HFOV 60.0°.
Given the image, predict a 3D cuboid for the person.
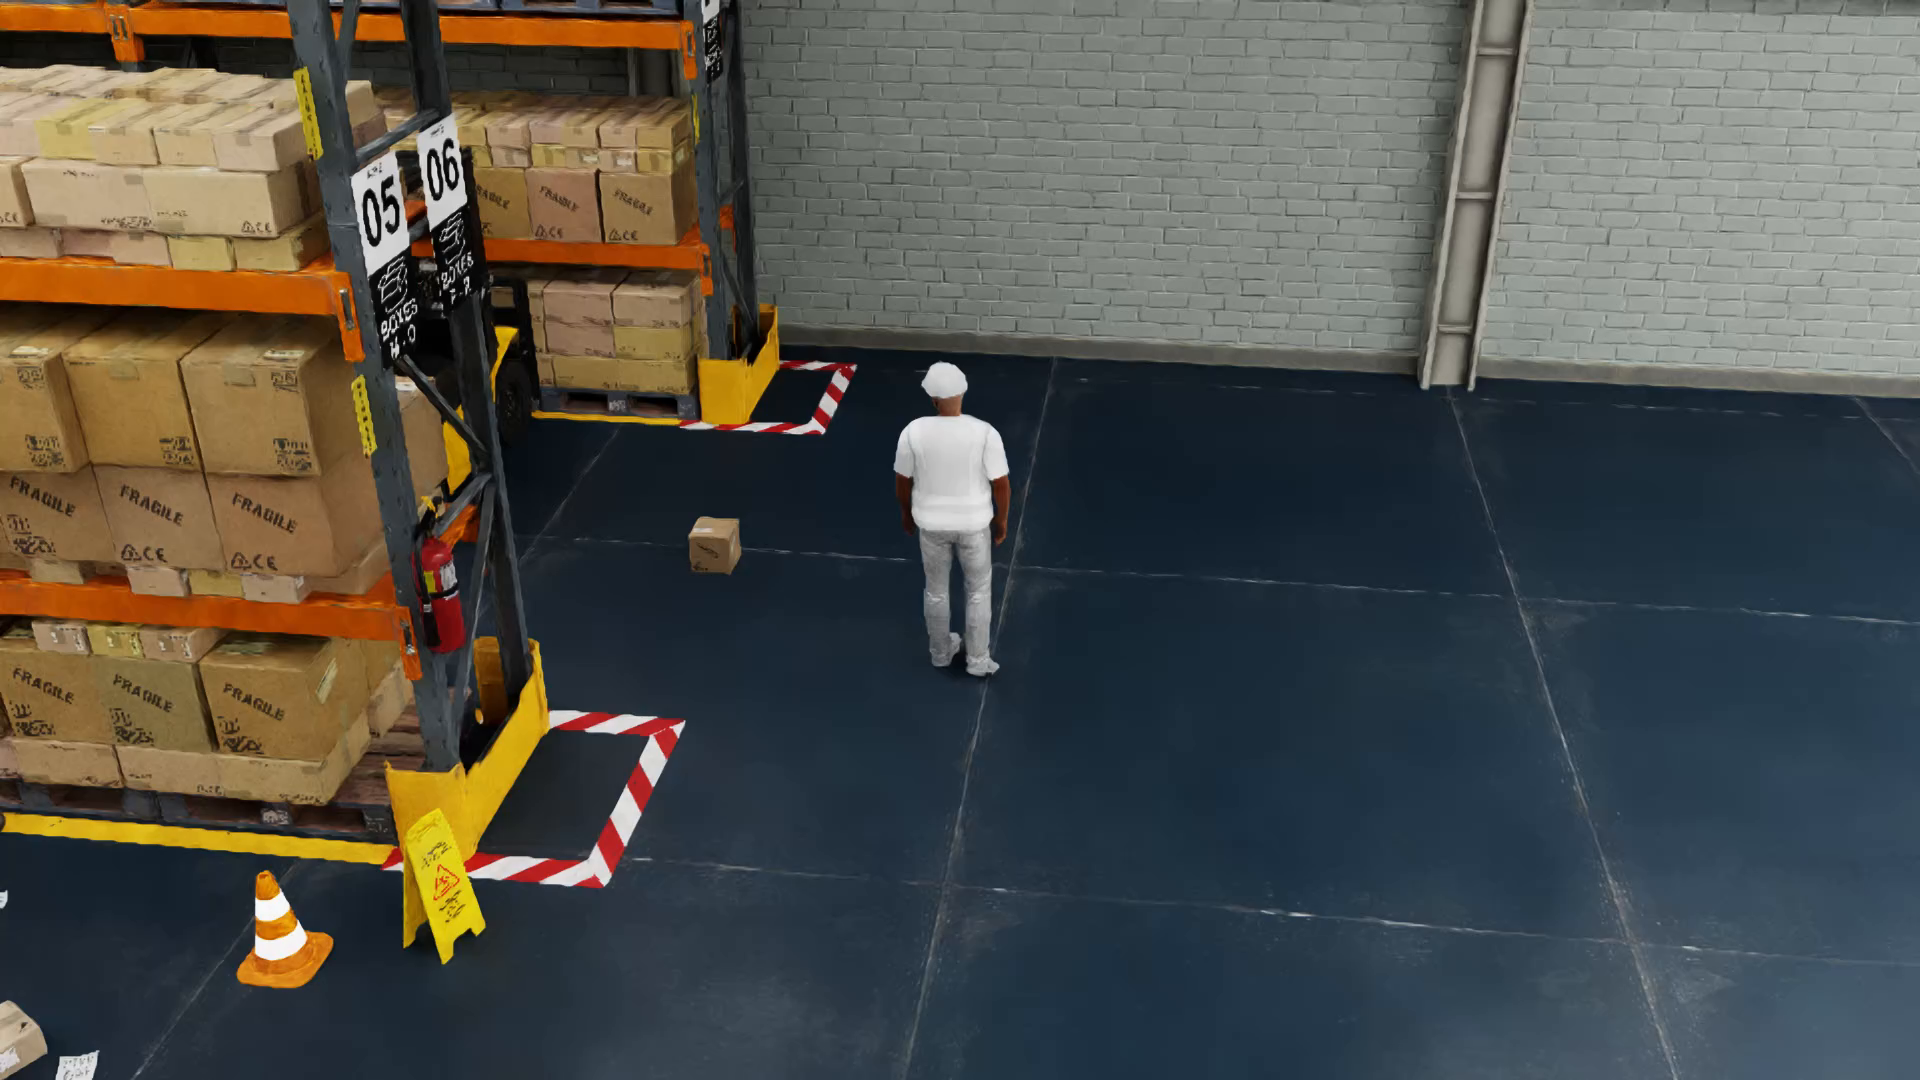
[{"bbox_3d":[-0.034,-0.087,8.802,0.606,1.847,0.423,3,28,5],"label":"person"}]
